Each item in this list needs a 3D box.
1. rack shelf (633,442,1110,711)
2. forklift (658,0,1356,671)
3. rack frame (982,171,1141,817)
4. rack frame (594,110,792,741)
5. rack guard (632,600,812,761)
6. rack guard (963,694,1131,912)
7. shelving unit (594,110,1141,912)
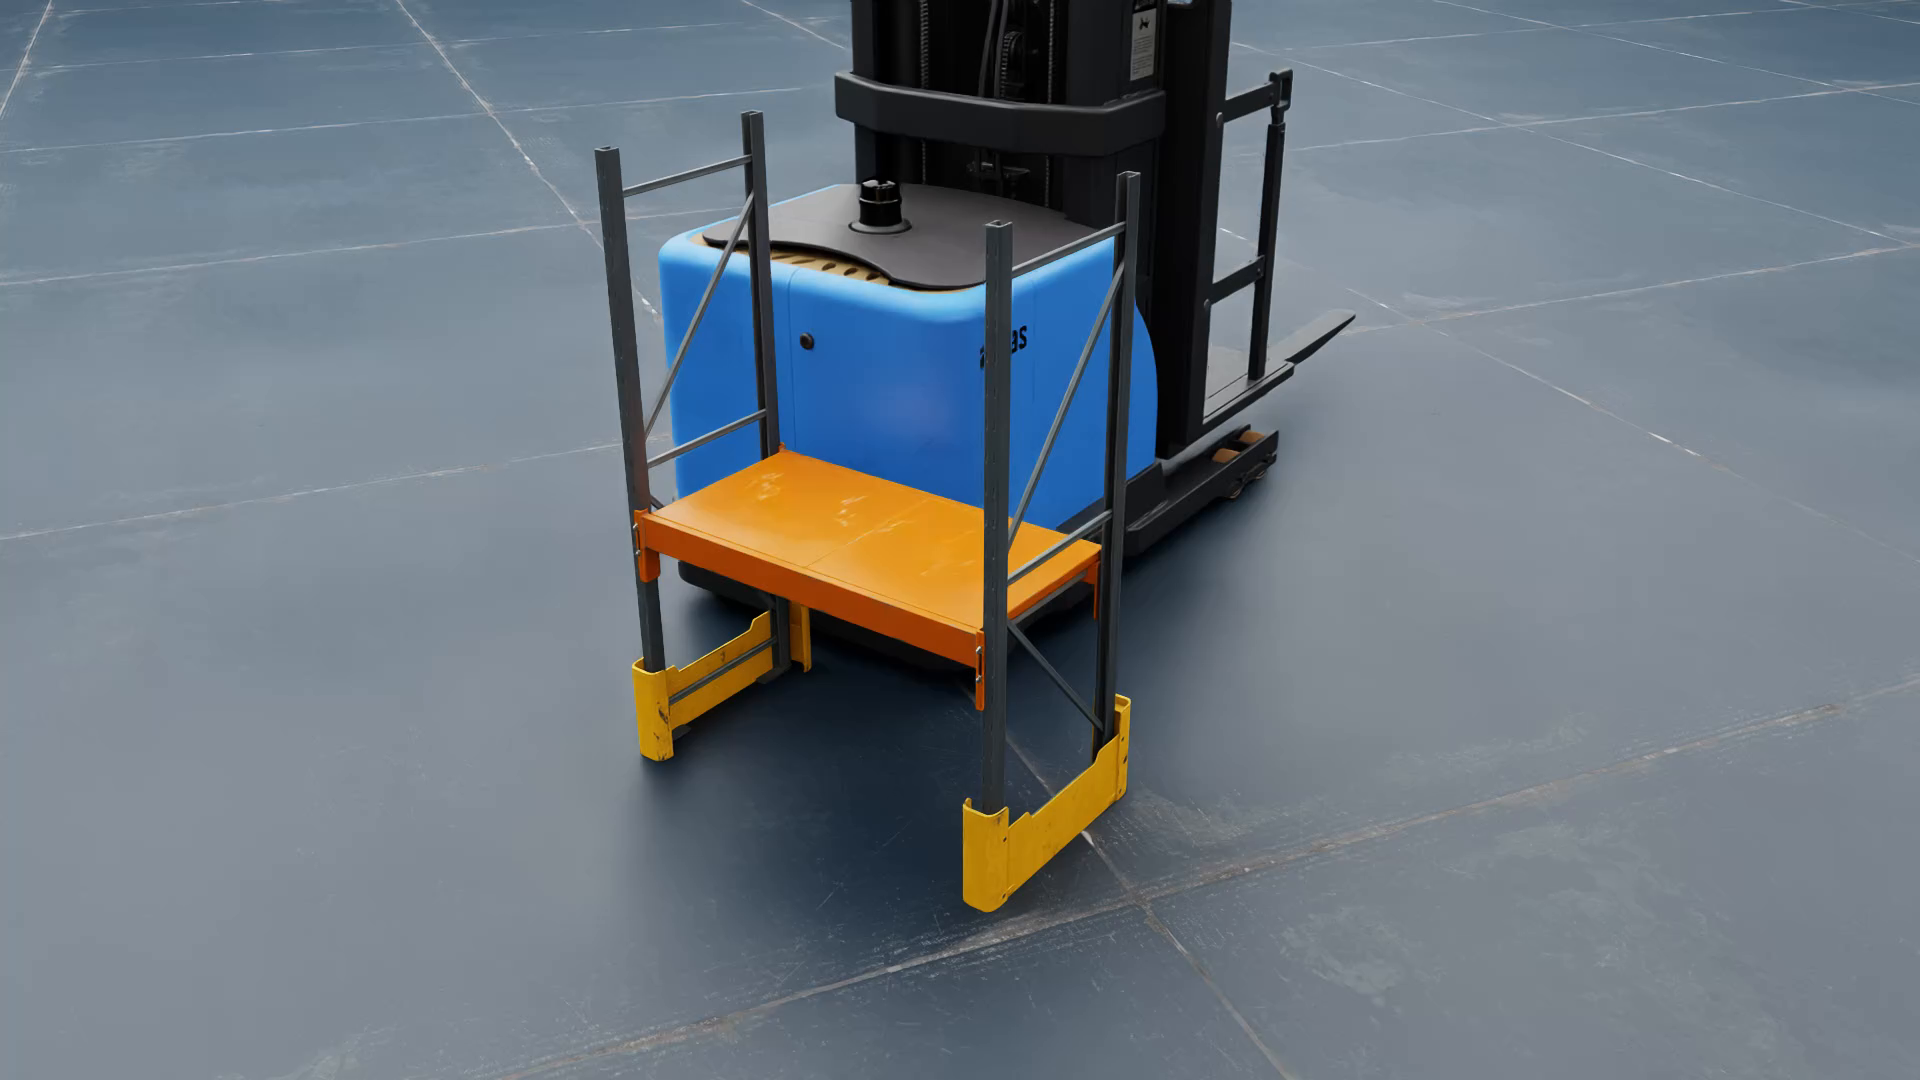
[{"bbox_3d":[-0.207,0.052,3.844,1.000,0.185,0.538,18,31,32],"label":"rack shelf"},{"bbox_3d":[0.429,-1.563,5.111,1.130,2.935,3.031,17,31,31],"label":"forklift"},{"bbox_3d":[0.205,0.021,3.497,0.032,1.500,0.500,18,31,32],"label":"rack frame"},{"bbox_3d":[-0.618,-0.241,4.034,0.032,1.500,0.500,18,31,32],"label":"rack frame"},{"bbox_3d":[-0.602,0.326,4.298,0.087,0.250,0.587,18,31,32],"label":"rack guard"},{"bbox_3d":[0.204,0.582,3.772,0.087,0.250,0.587,18,31,32],"label":"rack guard"},{"bbox_3d":[-0.199,-0.107,3.761,1.083,1.500,0.587,18,31,32],"label":"shelving unit"}]
